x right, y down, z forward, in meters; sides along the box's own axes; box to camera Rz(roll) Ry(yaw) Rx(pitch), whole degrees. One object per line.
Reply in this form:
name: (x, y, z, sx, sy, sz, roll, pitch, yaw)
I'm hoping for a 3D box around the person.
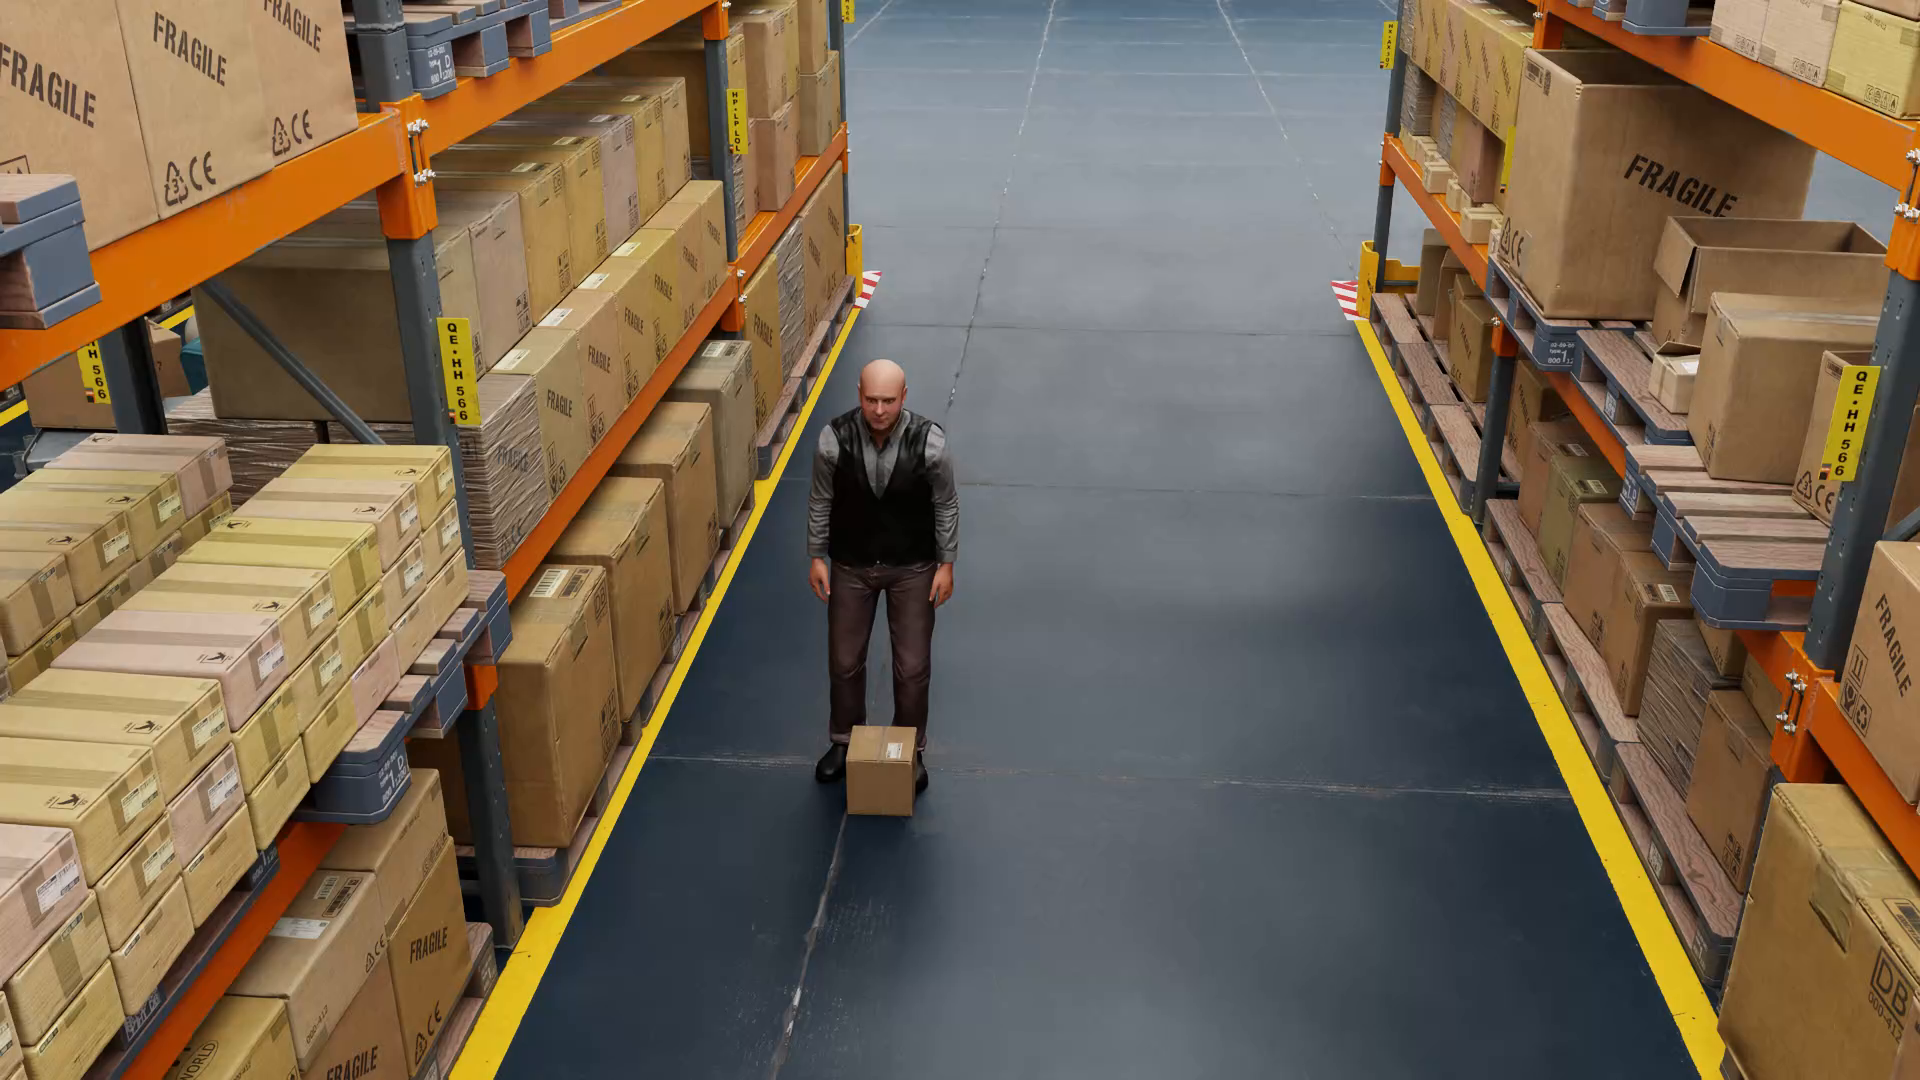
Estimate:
person: (-0.296, 0.124, 6.380, 0.579, 1.703, 0.468, 2, 24, 4)
